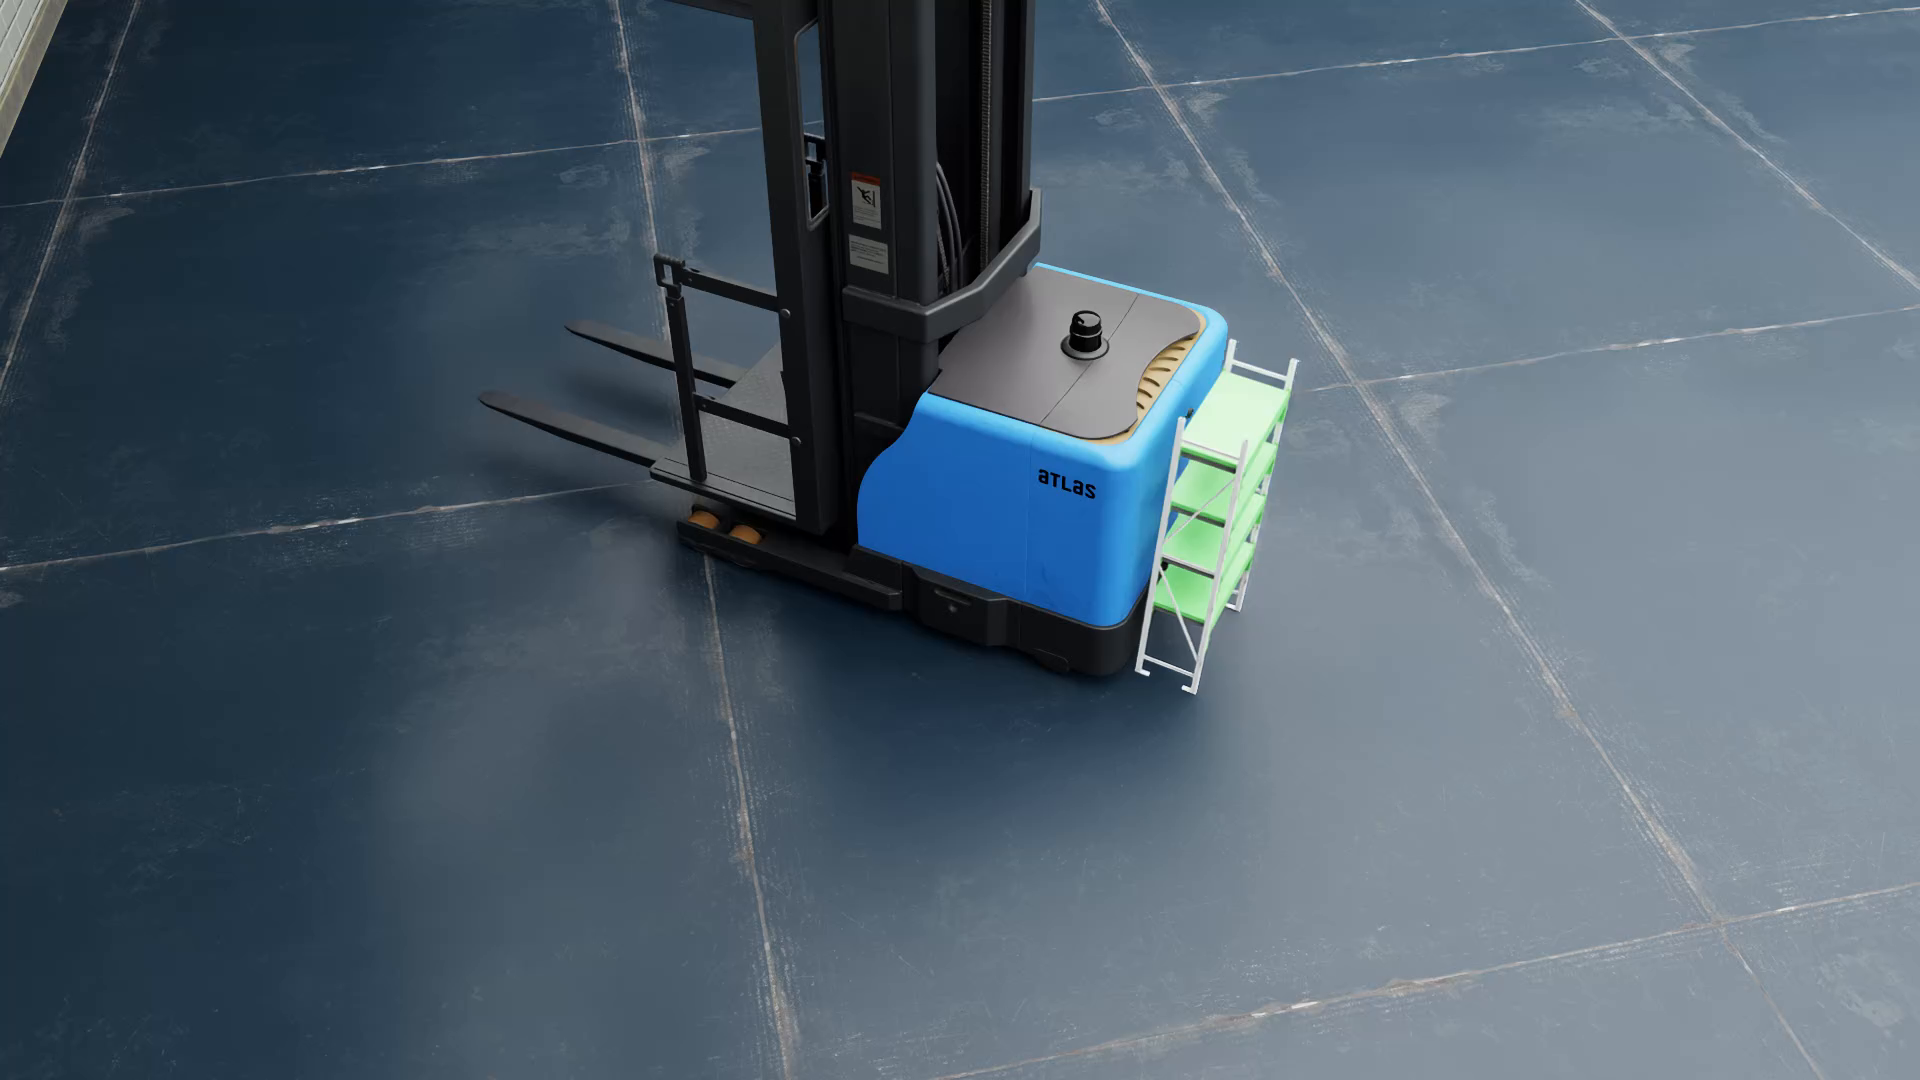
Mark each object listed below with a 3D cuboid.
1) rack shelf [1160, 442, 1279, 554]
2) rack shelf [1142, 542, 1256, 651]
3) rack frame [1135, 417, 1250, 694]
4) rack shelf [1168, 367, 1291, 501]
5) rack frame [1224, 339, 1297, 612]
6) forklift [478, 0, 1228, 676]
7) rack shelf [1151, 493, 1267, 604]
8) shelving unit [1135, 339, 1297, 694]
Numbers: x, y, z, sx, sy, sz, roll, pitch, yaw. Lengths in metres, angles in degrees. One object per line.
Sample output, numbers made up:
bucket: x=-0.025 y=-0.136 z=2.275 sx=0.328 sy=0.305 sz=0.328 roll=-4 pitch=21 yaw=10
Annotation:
rack shelf: x=0.904 y=-0.189 z=5.785 sx=0.258 sy=0.148 sz=0.480 roll=20 pitch=45 yaw=17
rack shelf: x=0.882 y=0.162 z=6.111 sx=0.258 sy=0.148 sz=0.480 roll=20 pitch=45 yaw=17
rack frame: x=0.787 y=0.085 z=5.741 sx=0.240 sy=1.200 sz=0.015 roll=20 pitch=45 yaw=17
rack shelf: x=0.915 y=-0.365 z=5.622 sx=0.258 sy=0.148 sz=0.480 roll=20 pitch=45 yaw=17
rack frame: x=1.005 y=-0.206 z=6.068 sx=0.240 sy=1.200 sz=0.015 roll=20 pitch=45 yaw=17
forklift: x=-0.558 y=-1.282 z=5.987 sx=3.031 sy=2.935 sz=1.130 roll=18 pitch=45 yaw=20
rack shelf: x=0.893 y=-0.014 z=5.948 sx=0.258 sy=0.148 sz=0.480 roll=20 pitch=45 yaw=17
shelving unit: x=0.896 y=-0.061 z=5.905 sx=0.258 sy=1.200 sz=0.503 roll=20 pitch=45 yaw=17
